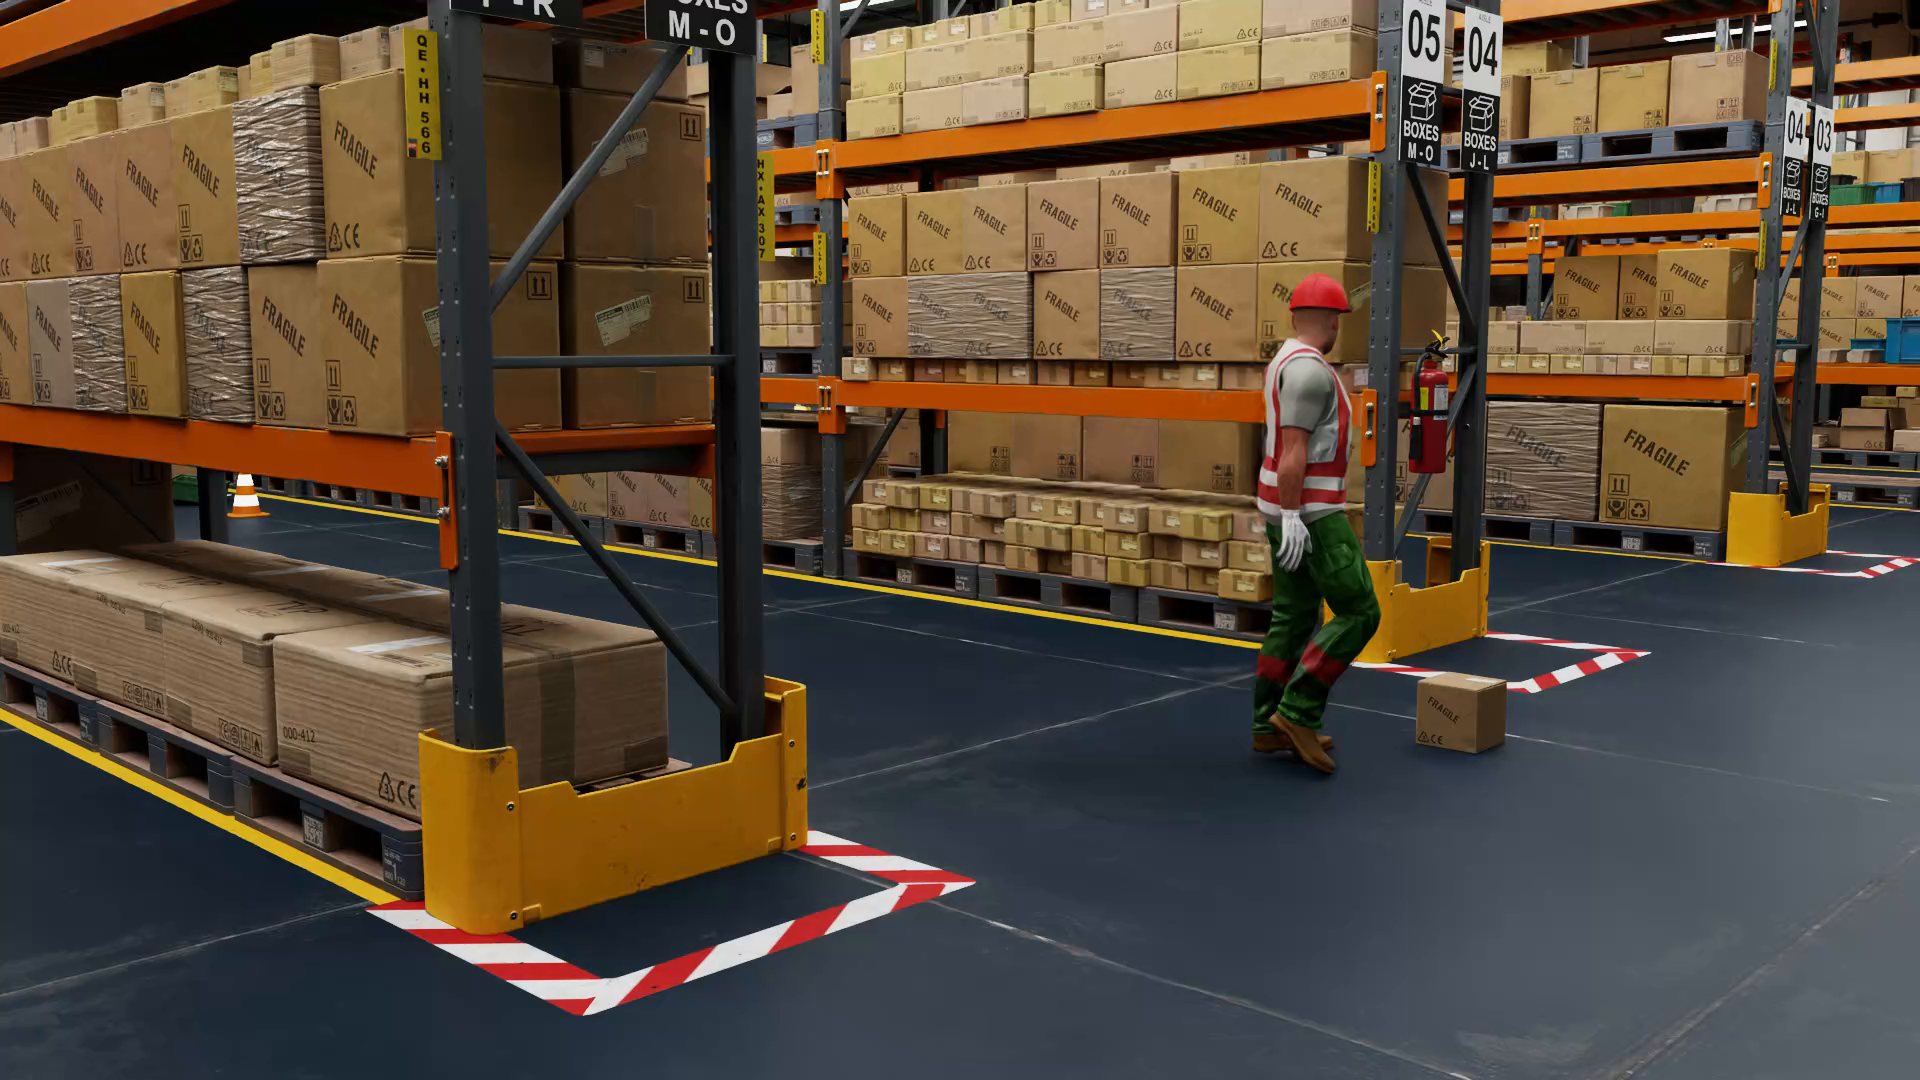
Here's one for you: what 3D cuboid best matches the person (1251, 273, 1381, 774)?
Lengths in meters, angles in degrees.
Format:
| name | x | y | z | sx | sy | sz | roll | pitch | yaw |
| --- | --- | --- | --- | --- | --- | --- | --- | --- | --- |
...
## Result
| name | x | y | z | sx | sy | sz | roll | pitch | yaw |
| --- | --- | --- | --- | --- | --- | --- | --- | --- | --- |
| person | 1.307 | -0.062 | 6.097 | 0.425 | 1.812 | 0.599 | 0 | 7 | 3 |
